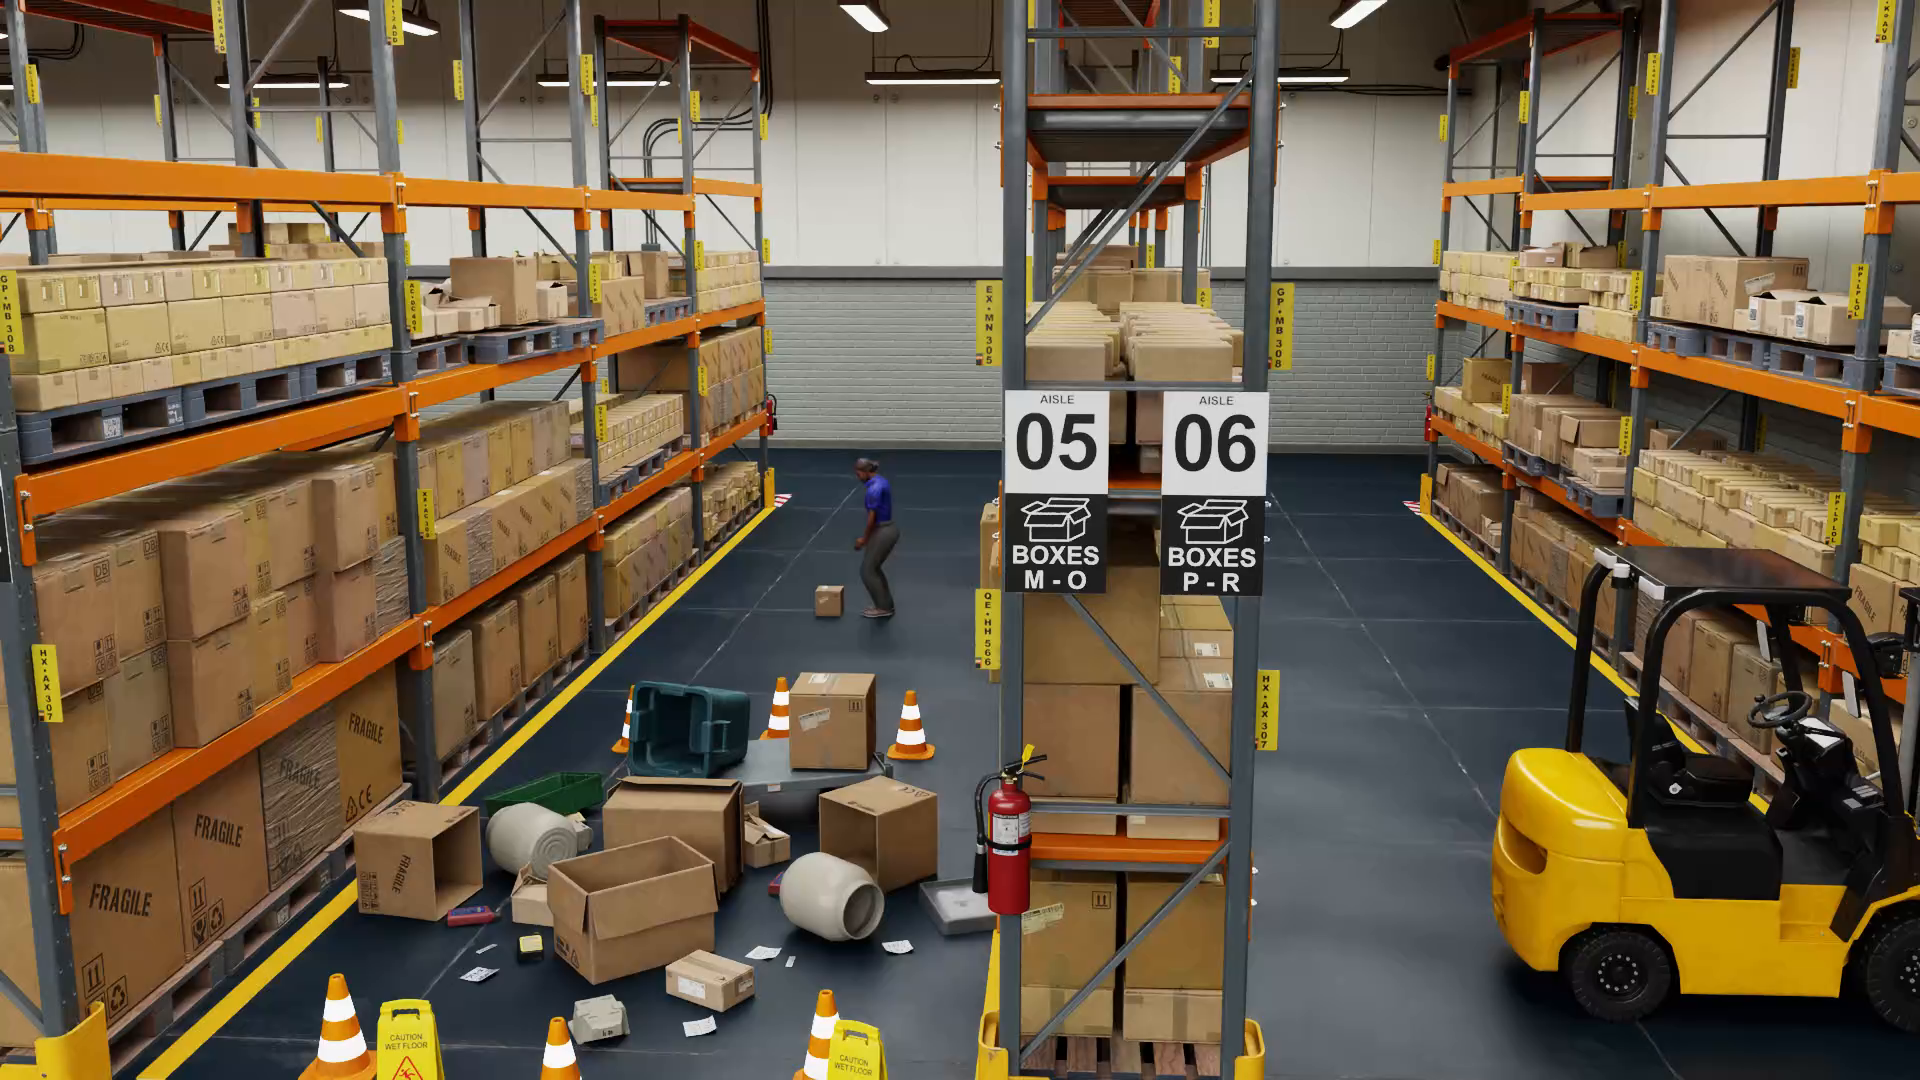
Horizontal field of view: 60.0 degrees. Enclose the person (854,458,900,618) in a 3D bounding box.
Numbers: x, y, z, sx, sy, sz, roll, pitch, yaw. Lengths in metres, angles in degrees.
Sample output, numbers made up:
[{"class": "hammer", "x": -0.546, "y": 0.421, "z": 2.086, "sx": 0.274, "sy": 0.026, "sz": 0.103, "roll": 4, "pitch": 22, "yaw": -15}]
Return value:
[{"class": "person", "x": -0.819, "y": -0.026, "z": 16.335, "sx": 0.430, "sy": 1.575, "sz": 0.469, "roll": 1, "pitch": 11, "yaw": 5}]
